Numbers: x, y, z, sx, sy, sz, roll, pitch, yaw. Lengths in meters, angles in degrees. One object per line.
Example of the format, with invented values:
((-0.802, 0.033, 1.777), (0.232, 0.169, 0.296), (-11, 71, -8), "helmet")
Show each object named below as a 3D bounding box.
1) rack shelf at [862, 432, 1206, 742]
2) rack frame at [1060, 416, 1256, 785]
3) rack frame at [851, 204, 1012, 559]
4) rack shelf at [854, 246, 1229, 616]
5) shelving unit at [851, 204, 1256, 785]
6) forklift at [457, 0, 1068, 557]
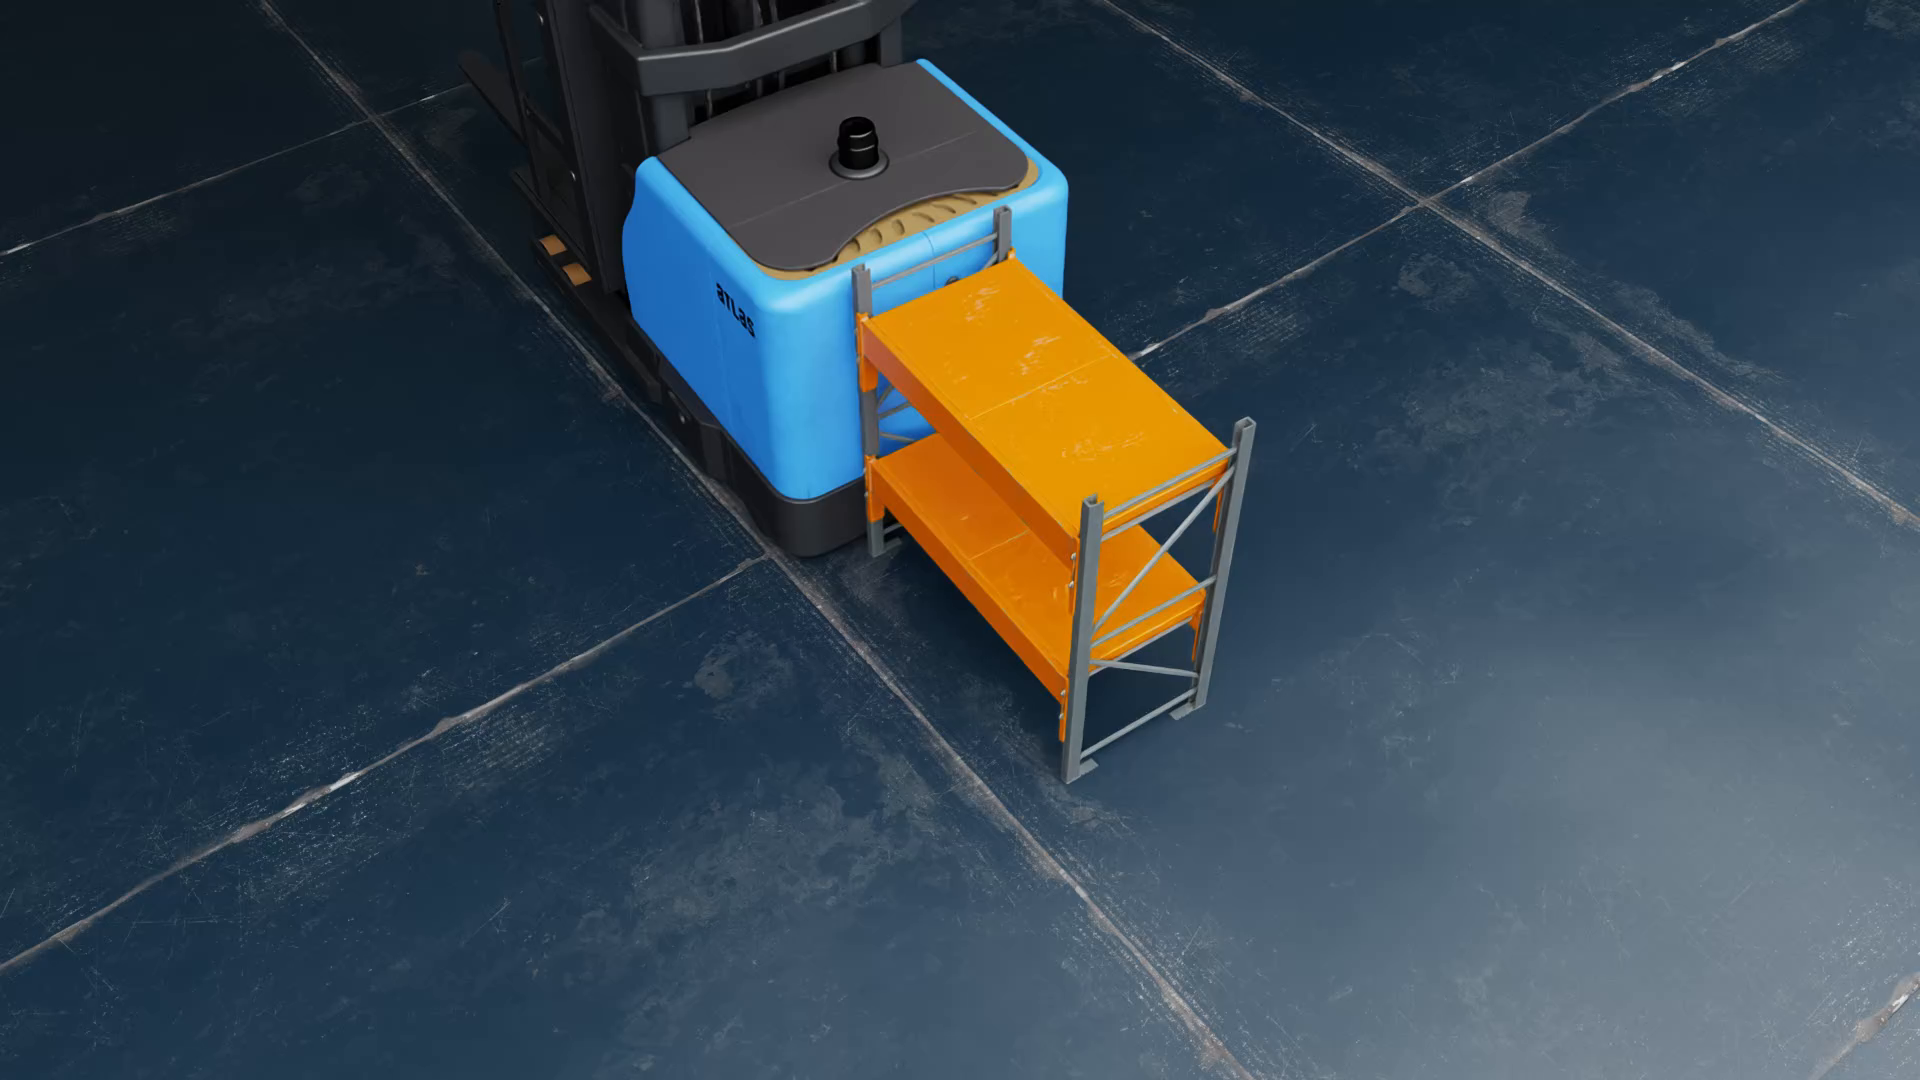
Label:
((0.211, 0.044, 4.781), (0.538, 0.278, 1.000), (-27, 53, -22), "rack shelf")
((0.495, 0.192, 4.317), (0.500, 1.125, 0.032), (-27, 53, -22), "rack frame")
((-0.072, -0.433, 4.883), (0.500, 1.125, 0.032), (-27, 53, -22), "rack frame")
((0.211, -0.317, 4.383), (0.538, 0.278, 1.000), (-27, 53, -22), "rack shelf")
((0.211, -0.120, 4.600), (0.538, 1.125, 1.048), (-27, 53, -22), "shelving unit")
((-0.911, -2.001, 5.086), (1.130, 2.935, 3.031), (-27, 53, -22), "forklift")
